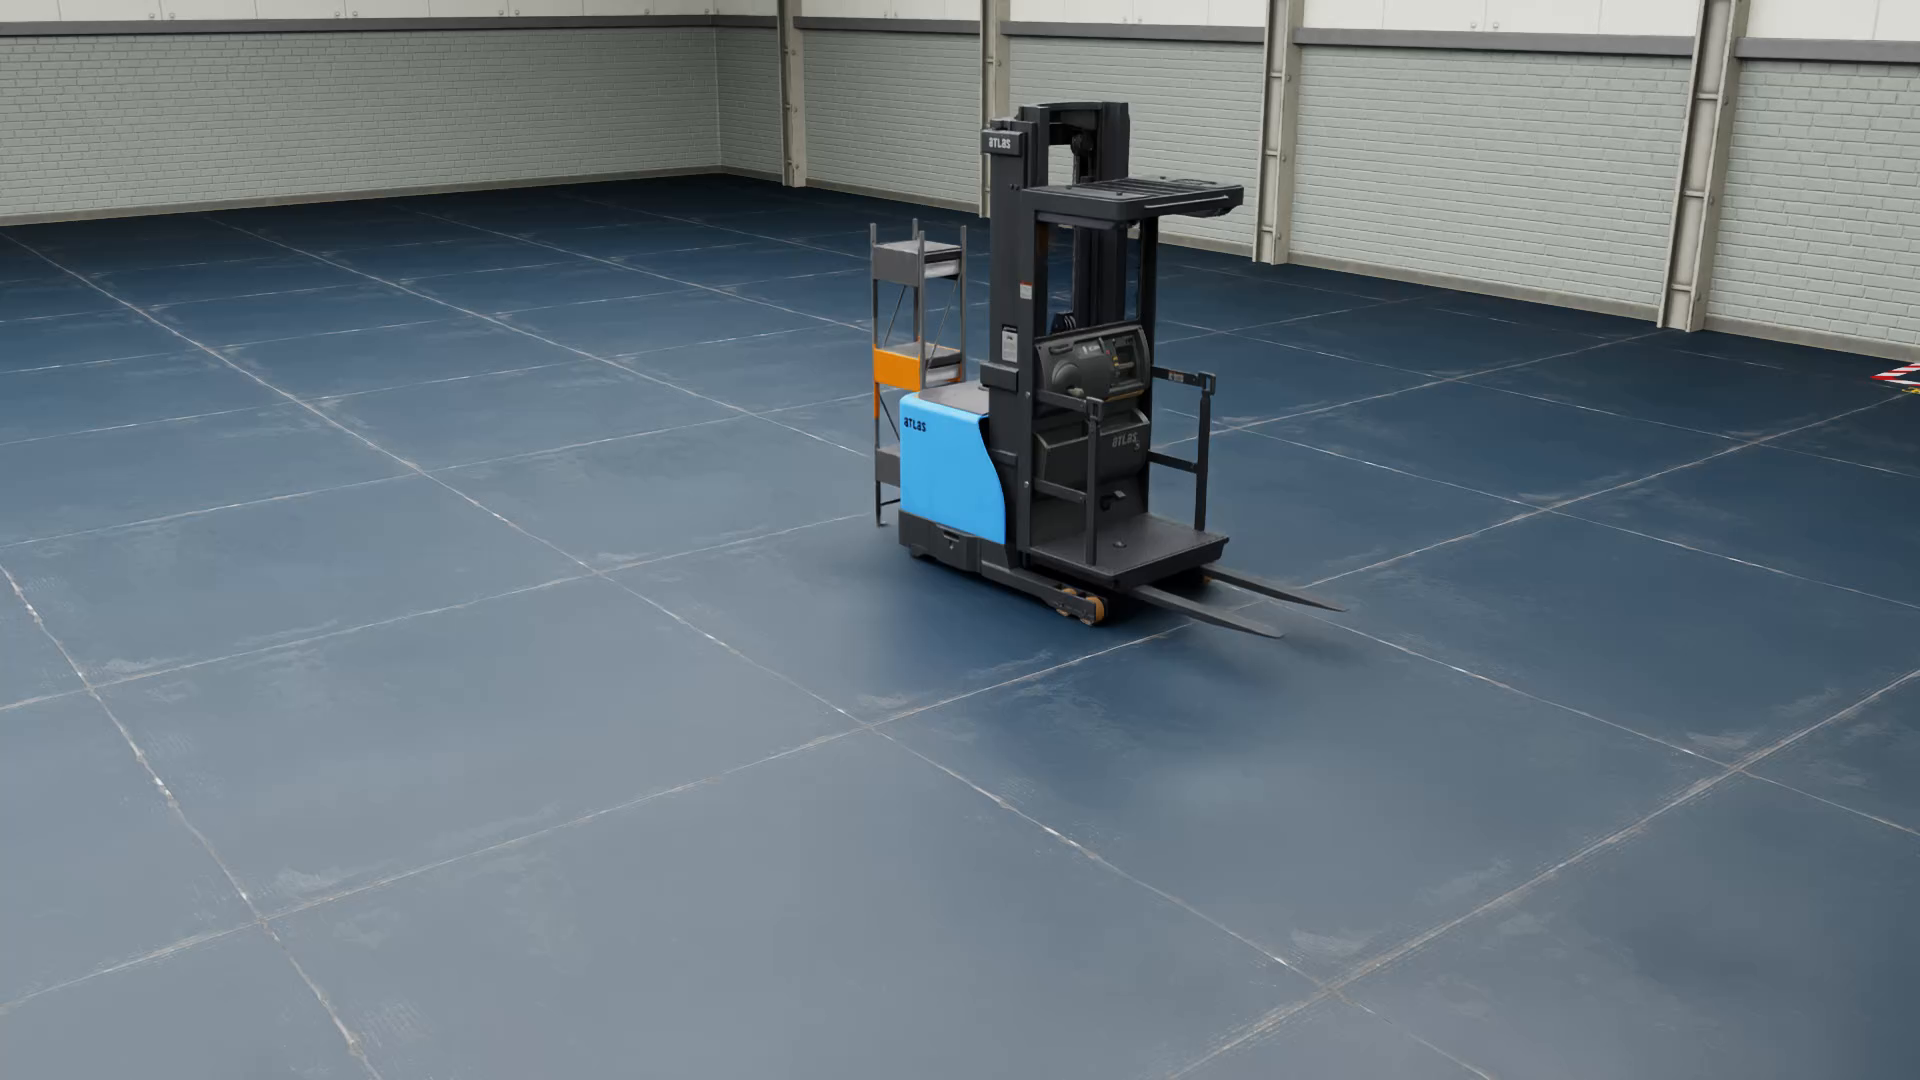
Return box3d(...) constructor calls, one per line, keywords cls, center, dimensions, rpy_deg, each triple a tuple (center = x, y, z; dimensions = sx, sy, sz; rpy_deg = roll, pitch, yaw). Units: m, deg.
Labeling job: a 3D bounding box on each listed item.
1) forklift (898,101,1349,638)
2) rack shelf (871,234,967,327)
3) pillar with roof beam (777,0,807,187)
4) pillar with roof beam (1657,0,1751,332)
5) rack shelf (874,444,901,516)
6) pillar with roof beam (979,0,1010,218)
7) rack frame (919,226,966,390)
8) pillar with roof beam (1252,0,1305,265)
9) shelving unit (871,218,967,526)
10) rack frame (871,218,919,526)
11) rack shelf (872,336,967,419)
box3d(cls="forklift", center=(0.955, -1.071, 9.934), dimensions=(1.130, 2.935, 3.031), rpy_deg=(-16, 24, -40))
box3d(cls="rack shelf", center=(-0.274, -1.733, 11.071), dimensions=(0.431, 0.518, 0.480), rpy_deg=(-16, 24, -40))
box3d(cls="pillar with roof beam", center=(-6.542, -10.227, 27.931), dimensions=(9.100, 9.000, 0.400), rpy_deg=(-14, 23, -36))
box3d(cls="pillar with roof beam", center=(4.634, -5.791, 14.536), dimensions=(9.100, 9.000, 0.400), rpy_deg=(-14, 23, -36))
box3d(cls="rack shelf", center=(-0.274, -0.404, 11.511), dimensions=(0.431, 0.518, 0.480), rpy_deg=(-16, 24, -40))
box3d(cls="pillar with roof beam", center=(-2.817, -8.748, 23.466), dimensions=(9.100, 9.000, 0.400), rpy_deg=(-14, 23, -36))
box3d(cls="rack frame", center=(-0.110, -1.024, 11.115), dimensions=(0.400, 2.100, 0.015), rpy_deg=(-16, 24, -40))
box3d(cls="pillar with roof beam", center=(0.909, -7.270, 19.001), dimensions=(9.100, 9.000, 0.400), rpy_deg=(-14, 23, -36))
box3d(cls="shelving unit", center=(-0.274, -1.081, 11.287), dimensions=(0.431, 2.100, 0.503), rpy_deg=(-16, 24, -40))
box3d(cls="rack frame", center=(-0.439, -1.138, 11.458), dimensions=(0.400, 2.100, 0.015), rpy_deg=(-16, 24, -40))
box3d(cls="rack shelf", center=(-0.274, -1.068, 11.291), dimensions=(0.431, 0.518, 0.480), rpy_deg=(-16, 24, -40))
